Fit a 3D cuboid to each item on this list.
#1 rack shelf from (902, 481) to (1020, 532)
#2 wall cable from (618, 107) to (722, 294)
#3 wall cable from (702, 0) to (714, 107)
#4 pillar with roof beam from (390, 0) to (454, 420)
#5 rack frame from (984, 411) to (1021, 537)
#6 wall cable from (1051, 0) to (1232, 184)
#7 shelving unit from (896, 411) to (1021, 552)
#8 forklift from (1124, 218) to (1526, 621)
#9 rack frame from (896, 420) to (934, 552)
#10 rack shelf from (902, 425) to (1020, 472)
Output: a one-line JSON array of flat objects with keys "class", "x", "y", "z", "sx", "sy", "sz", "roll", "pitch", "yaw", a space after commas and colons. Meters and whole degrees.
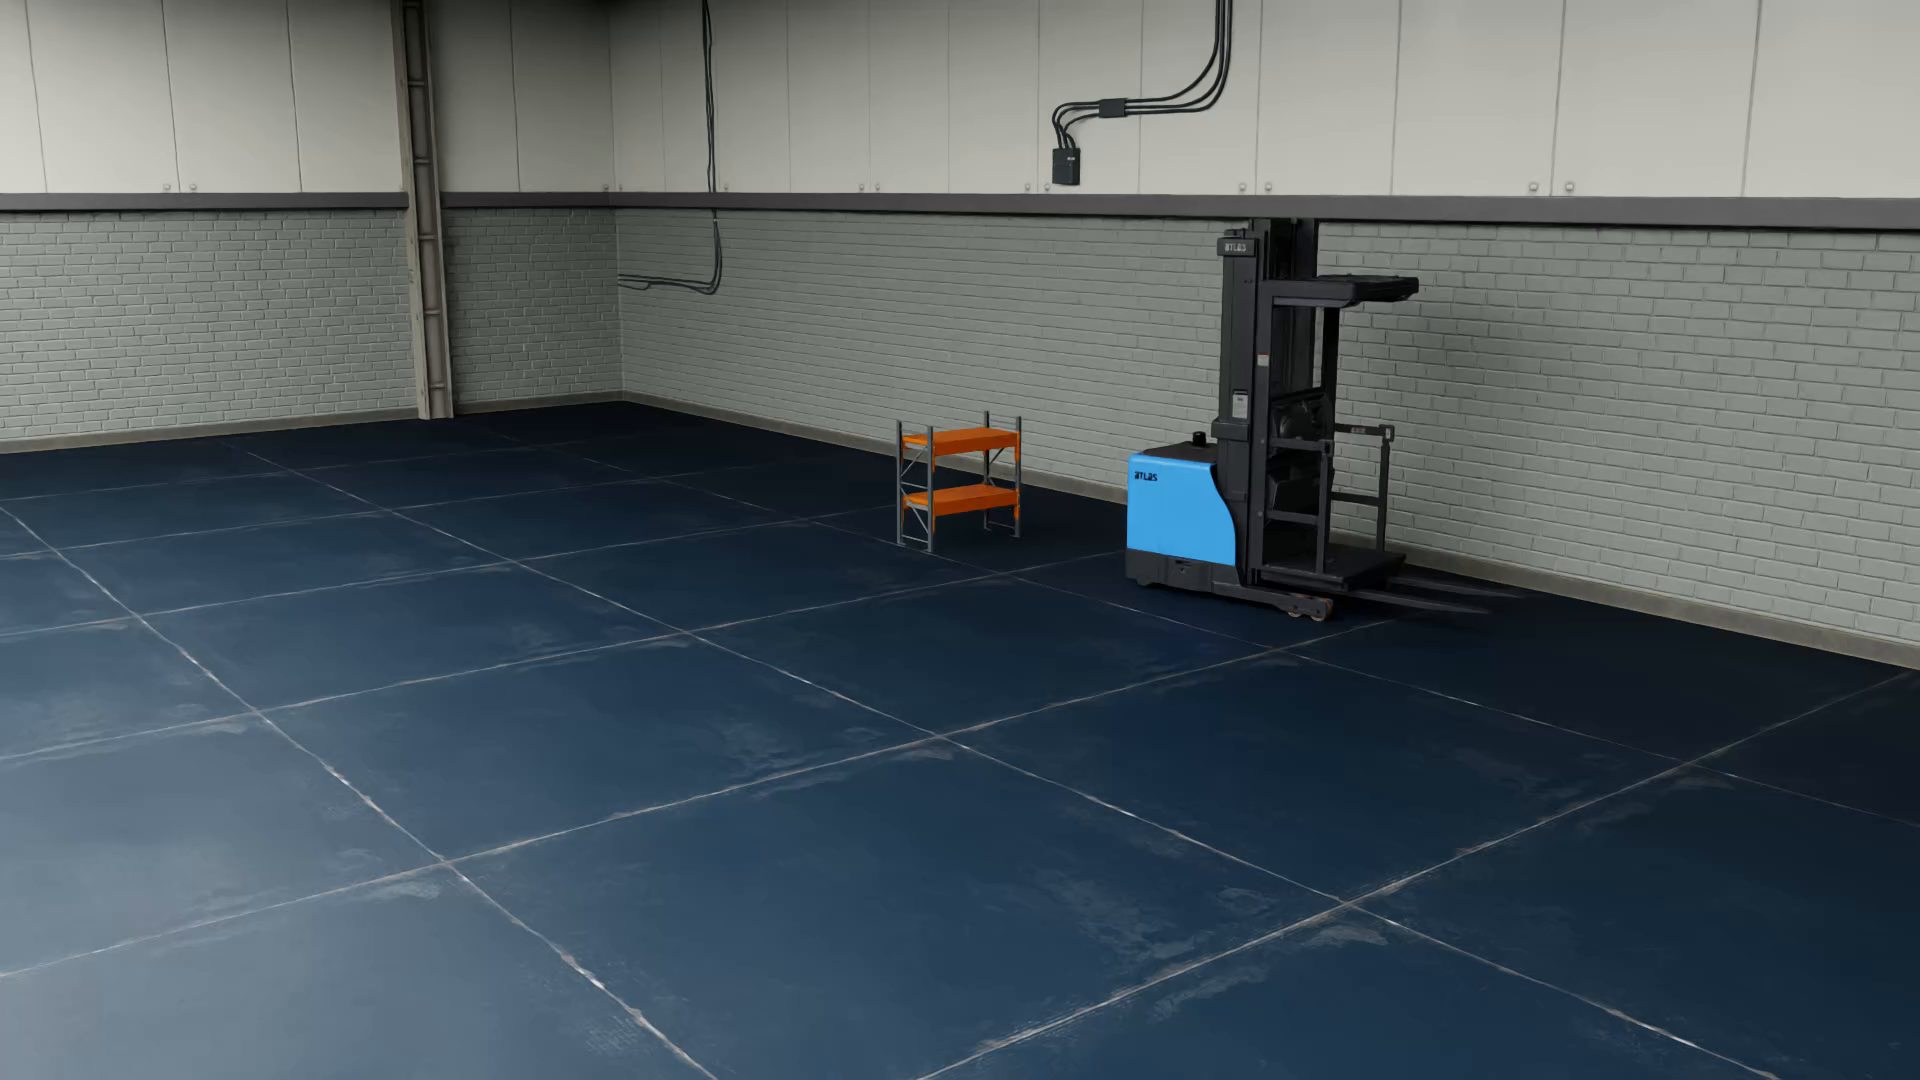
[{"class": "rack shelf", "x": -0.005, "y": -0.310, "z": 15.180, "sx": 1.000, "sy": 0.278, "sz": 0.538, "roll": -9, "pitch": 15, "yaw": -38}, {"class": "wall cable", "x": -4.226, "y": -4.768, "z": 23.514, "sx": 0.112, "sy": 2.526, "sz": 3.097, "roll": -9, "pitch": 15, "yaw": -38}, {"class": "wall cable", "x": -2.536, "y": -6.799, "z": 20.923, "sx": 0.112, "sy": 2.526, "sz": 3.097, "roll": -9, "pitch": 15, "yaw": -38}, {"class": "pillar with roof beam", "x": -4.663, "y": -5.421, "z": 19.113, "sx": 0.400, "sy": 9.000, "sz": 9.100, "roll": -9, "pitch": 15, "yaw": -38}, {"class": "rack frame", "x": 0.392, "y": -0.615, "z": 15.440, "sx": 0.032, "sy": 1.125, "sz": 0.500, "roll": -9, "pitch": 15, "yaw": -38}, {"class": "wall cable", "x": 1.693, "y": -6.408, "z": 15.577, "sx": 0.169, "sy": 6.003, "sz": 2.305, "roll": -9, "pitch": 15, "yaw": -38}, {"class": "shelving unit", "x": -0.005, "y": -0.549, "z": 15.129, "sx": 1.048, "sy": 1.125, "sz": 0.538, "roll": -9, "pitch": 15, "yaw": -38}, {"class": "forklift", "x": 2.792, "y": -0.952, "z": 12.675, "sx": 3.031, "sy": 2.935, "sz": 1.130, "roll": 10, "pitch": 15, "yaw": 39}, {"class": "rack frame", "x": -0.402, "y": -0.483, "z": 14.818, "sx": 0.032, "sy": 1.125, "sz": 0.500, "roll": -9, "pitch": 15, "yaw": -38}, {"class": "rack shelf", "x": -0.005, "y": -0.836, "z": 15.068, "sx": 1.000, "sy": 0.278, "sz": 0.538, "roll": -9, "pitch": 15, "yaw": -38}]
